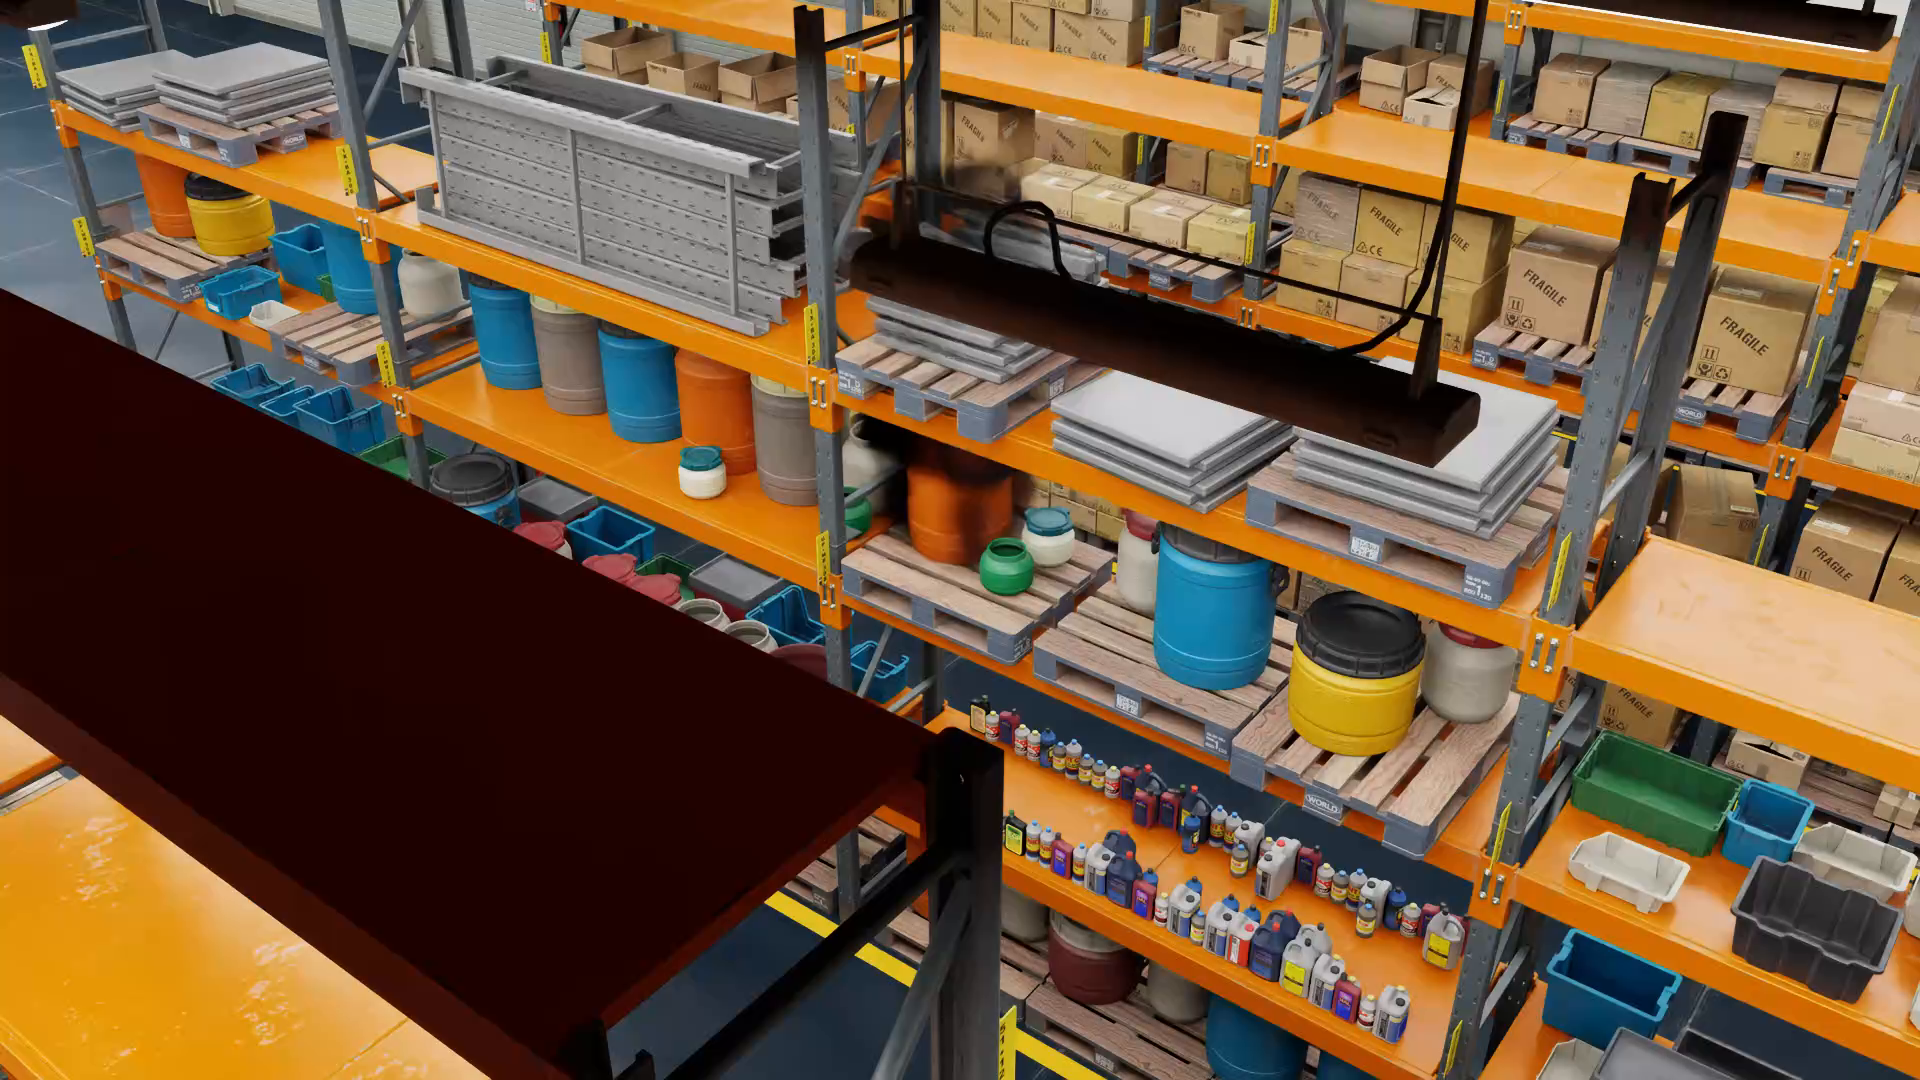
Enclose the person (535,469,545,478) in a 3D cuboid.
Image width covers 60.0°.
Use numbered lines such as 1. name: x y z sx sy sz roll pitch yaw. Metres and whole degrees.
1. person: -3.535 -0.580 14.574 0.628 1.747 0.697 14 34 22
